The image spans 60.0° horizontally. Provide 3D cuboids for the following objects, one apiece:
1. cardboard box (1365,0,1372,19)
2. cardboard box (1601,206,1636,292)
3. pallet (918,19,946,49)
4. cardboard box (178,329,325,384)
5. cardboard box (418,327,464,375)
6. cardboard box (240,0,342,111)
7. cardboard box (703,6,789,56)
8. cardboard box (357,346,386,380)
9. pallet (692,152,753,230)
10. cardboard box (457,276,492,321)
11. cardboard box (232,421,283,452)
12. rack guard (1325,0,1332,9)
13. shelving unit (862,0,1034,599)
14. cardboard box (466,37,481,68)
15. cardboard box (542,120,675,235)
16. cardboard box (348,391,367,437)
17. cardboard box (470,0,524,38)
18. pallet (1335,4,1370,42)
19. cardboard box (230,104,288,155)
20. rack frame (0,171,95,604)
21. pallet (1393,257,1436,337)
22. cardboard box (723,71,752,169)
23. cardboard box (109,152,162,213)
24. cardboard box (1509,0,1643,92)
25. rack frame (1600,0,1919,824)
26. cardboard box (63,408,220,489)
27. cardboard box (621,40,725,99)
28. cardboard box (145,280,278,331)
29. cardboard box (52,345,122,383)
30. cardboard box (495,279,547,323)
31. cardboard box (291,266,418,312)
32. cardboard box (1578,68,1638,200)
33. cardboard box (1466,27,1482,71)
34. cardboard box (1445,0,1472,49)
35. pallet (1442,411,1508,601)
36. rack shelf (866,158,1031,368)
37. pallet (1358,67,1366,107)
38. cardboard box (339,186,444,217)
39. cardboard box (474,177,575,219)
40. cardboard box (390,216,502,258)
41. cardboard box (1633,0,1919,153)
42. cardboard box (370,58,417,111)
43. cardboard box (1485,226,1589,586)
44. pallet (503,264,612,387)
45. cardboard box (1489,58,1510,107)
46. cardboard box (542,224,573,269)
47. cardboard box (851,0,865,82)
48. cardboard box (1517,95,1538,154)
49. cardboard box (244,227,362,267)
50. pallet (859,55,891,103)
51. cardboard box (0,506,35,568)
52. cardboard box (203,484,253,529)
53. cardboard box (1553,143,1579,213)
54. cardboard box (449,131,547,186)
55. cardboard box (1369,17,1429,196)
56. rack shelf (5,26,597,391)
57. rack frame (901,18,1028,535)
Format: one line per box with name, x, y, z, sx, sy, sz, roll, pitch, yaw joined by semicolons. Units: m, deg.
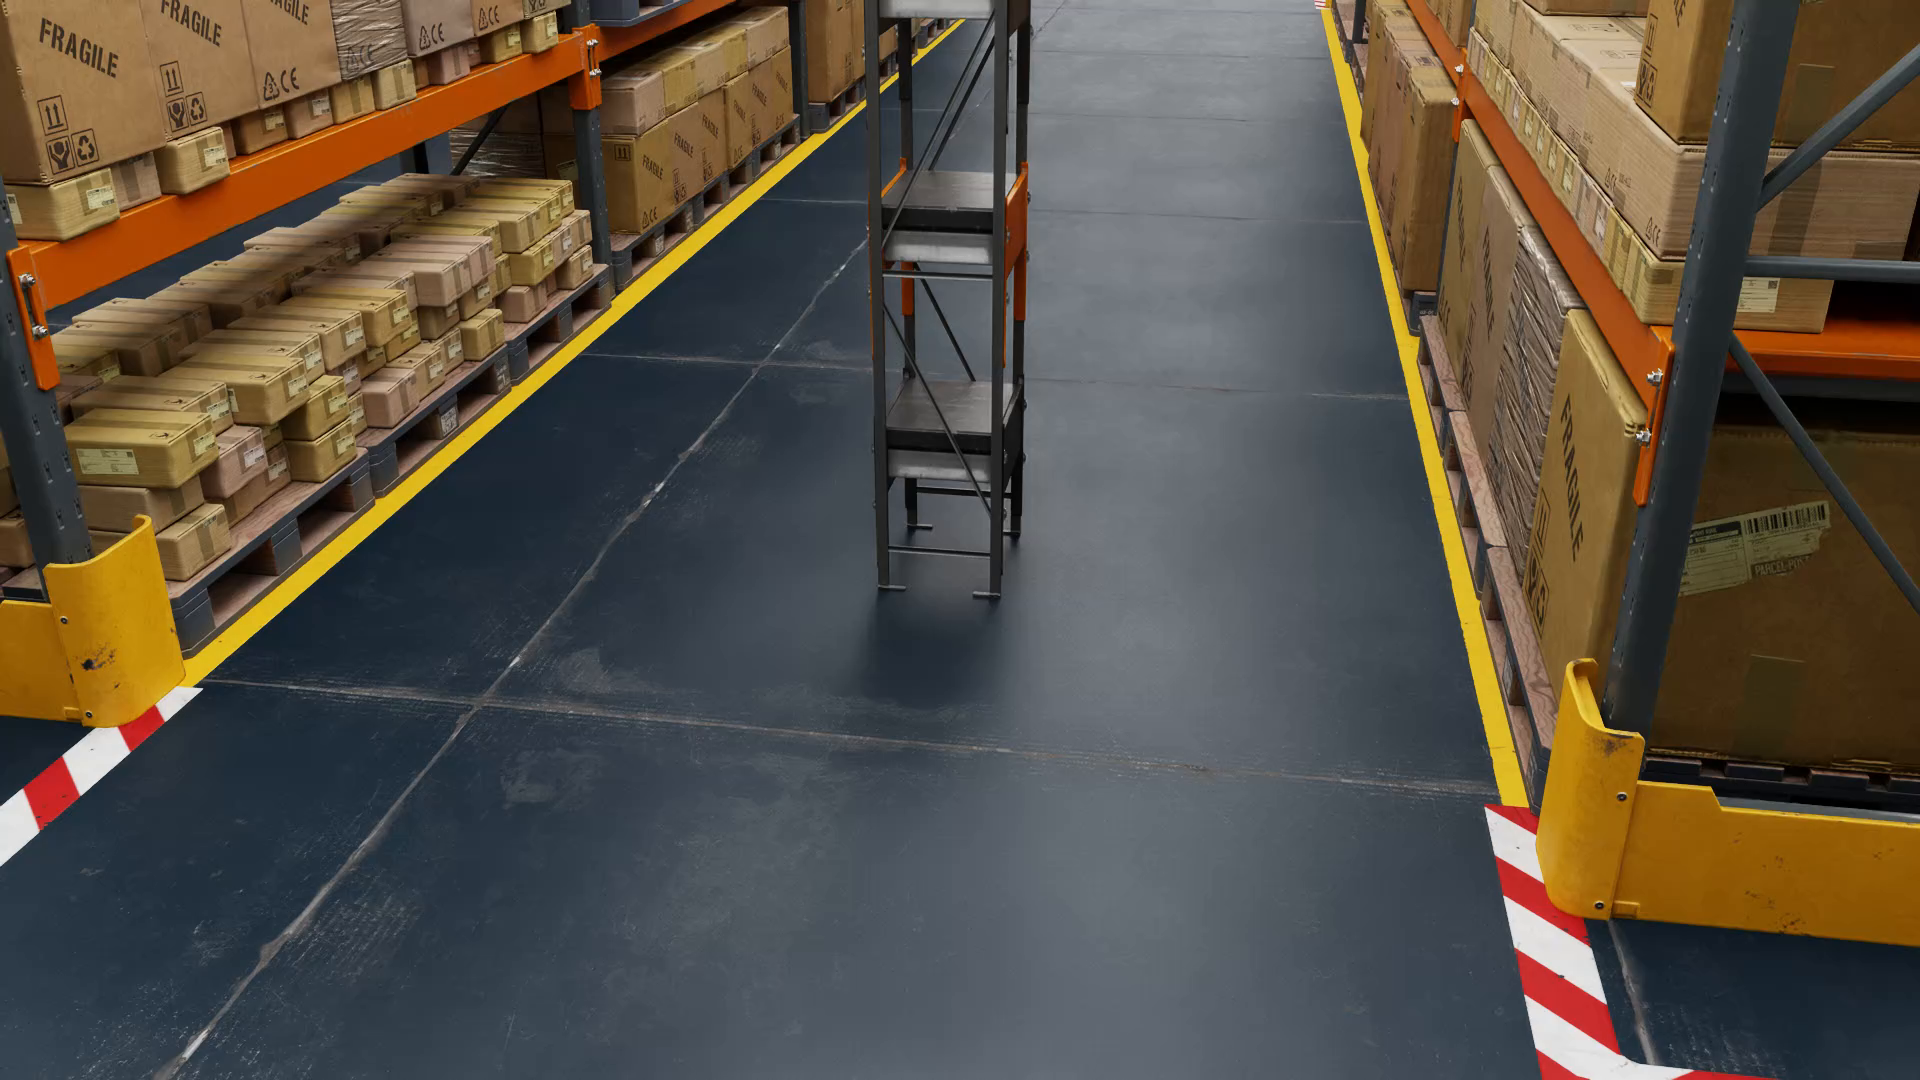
cardboard box;4.169;-5.272;15.927;0.500;0.500;0.500;2;25;4
cardboard box;1.767;-0.692;3.986;0.380;0.149;0.250;4;25;9
pallet;-0.721;-4.979;16.139;1.003;0.211;1.213;4;25;9
cardboard box;-2.410;-0.605;5.669;0.380;0.149;0.250;3;25;6
cardboard box;-2.236;-0.758;6.698;0.380;0.149;0.250;4;25;10
cardboard box;-2.383;-1.689;5.352;0.500;0.500;0.500;4;25;9
cardboard box;-1.430;-3.350;10.938;0.500;0.250;0.500;3;25;7
cardboard box;-2.390;-0.699;6.221;0.380;0.149;0.250;5;26;11
pallet;-1.907;-2.158;10.112;1.003;0.211;1.213;4;25;9
cardboard box;-2.187;-1.030;6.930;0.380;0.149;0.250;5;25;10
cardboard box;-2.492;-0.365;5.508;0.380;0.149;0.250;4;25;9
rack guard;4.595;-6.053;18.092;1.175;0.500;0.348;4;25;9
shelving unit;-0.027;-0.882;5.157;0.431;2.100;0.503;4;25;9
cardboard box;-2.193;-2.008;6.799;0.380;0.149;0.250;3;25;7
cardboard box;-1.848;-1.933;8.794;0.500;0.500;0.500;5;26;11
cardboard box;-2.389;-0.439;6.017;0.380;0.149;0.250;4;25;9
cardboard box;-2.117;-2.325;6.710;0.500;0.500;0.500;3;25;7
pallet;4.226;-5.076;16.345;1.003;0.211;1.213;4;25;9
cardboard box;-2.434;-1.358;5.409;0.380;0.149;0.250;4;25;8
rack frame;-2.884;-0.911;4.158;1.000;3.000;0.127;4;25;9
pallet;2.698;-1.263;8.199;1.003;0.211;1.213;4;25;9
cardboard box;-1.585;-2.582;10.182;0.500;0.500;0.500;3;25;6
cardboard box;-2.507;-1.019;4.685;0.380;0.149;0.250;5;26;10
cardboard box;2.146;-1.662;5.588;0.500;0.250;0.500;5;25;10
rack frame;1.993;-0.525;3.333;1.000;3.000;0.127;4;25;9
cardboard box;-2.463;-0.275;4.965;0.380;0.149;0.250;3;25;6
cardboard box;-1.676;-2.708;9.566;0.500;0.250;0.500;5;26;11
cardboard box;-2.786;-0.859;6.213;0.380;0.149;0.250;3;25;7
cardboard box;-3.033;-0.537;5.524;0.380;0.149;0.250;3;25;7
cardboard box;-2.063;-1.077;7.381;0.380;0.149;0.250;3;25;7
cardboard box;-2.321;-0.938;6.382;0.380;0.149;0.250;4;25;9
cardboard box;1.894;-1.025;4.227;0.500;0.250;0.500;4;25;8
cardboard box;2.270;-1.983;6.746;0.380;0.149;0.250;4;25;9
cardboard box;2.454;-2.458;7.344;0.500;0.500;0.500;4;25;9
pallet;2.248;-0.111;5.737;1.003;0.211;1.213;4;25;9
rack shelf;-0.027;-0.869;5.163;0.431;0.518;0.480;4;25;9
pallet;3.631;-3.443;12.857;1.003;0.211;1.213;4;25;9
cardboard box;-2.594;-1.511;7.607;0.380;0.149;0.250;5;26;11
cardboard box;-2.032;-1.585;7.765;0.380;0.149;0.250;5;25;10
cardboard box;-2.187;-1.268;7.087;0.380;0.149;0.250;5;26;10
cardboard box;1.813;-1.153;3.617;0.500;0.500;0.500;4;25;9
cardboard box;-2.230;-1.676;6.088;0.380;0.149;0.250;5;25;10
cardboard box;2.167;-0.407;5.091;0.875;0.875;0.875;4;25;9
pallet;-2.305;-1.038;7.718;1.003;0.211;1.213;4;25;9
cardboard box;2.143;-1.653;6.040;0.380;0.149;0.250;3;25;7
cardboard box;-2.000;-1.350;7.612;0.380;0.149;0.250;3;25;6
cardboard box;-1.249;-4.042;13.006;1.050;0.750;0.750;4;25;9
cardboard box;2.017;-1.331;5.352;0.380;0.149;0.250;3;25;7
cardboard box;-2.729;-1.191;6.922;0.380;0.149;0.250;5;25;10
pallet;-1.172;-3.827;13.677;1.003;0.211;1.213;4;25;9
cardboard box;-3.004;-0.045;5.174;0.380;0.149;0.250;4;25;9
cardboard box;-2.521;-0.122;5.340;0.380;0.149;0.250;4;25;8
cardboard box;1.892;-1.010;4.666;0.380;0.149;0.250;3;25;7
cardboard box;-2.358;-1.969;8.871;0.500;0.500;0.500;4;25;8
cardboard box;3.014;-2.439;9.434;1.225;0.875;0.875;4;25;9
rack shelf;-2.557;-1.422;6.097;1.077;0.370;4.000;4;25;9
rack frame;0.013;-0.984;5.375;0.400;2.100;0.015;4;25;9
